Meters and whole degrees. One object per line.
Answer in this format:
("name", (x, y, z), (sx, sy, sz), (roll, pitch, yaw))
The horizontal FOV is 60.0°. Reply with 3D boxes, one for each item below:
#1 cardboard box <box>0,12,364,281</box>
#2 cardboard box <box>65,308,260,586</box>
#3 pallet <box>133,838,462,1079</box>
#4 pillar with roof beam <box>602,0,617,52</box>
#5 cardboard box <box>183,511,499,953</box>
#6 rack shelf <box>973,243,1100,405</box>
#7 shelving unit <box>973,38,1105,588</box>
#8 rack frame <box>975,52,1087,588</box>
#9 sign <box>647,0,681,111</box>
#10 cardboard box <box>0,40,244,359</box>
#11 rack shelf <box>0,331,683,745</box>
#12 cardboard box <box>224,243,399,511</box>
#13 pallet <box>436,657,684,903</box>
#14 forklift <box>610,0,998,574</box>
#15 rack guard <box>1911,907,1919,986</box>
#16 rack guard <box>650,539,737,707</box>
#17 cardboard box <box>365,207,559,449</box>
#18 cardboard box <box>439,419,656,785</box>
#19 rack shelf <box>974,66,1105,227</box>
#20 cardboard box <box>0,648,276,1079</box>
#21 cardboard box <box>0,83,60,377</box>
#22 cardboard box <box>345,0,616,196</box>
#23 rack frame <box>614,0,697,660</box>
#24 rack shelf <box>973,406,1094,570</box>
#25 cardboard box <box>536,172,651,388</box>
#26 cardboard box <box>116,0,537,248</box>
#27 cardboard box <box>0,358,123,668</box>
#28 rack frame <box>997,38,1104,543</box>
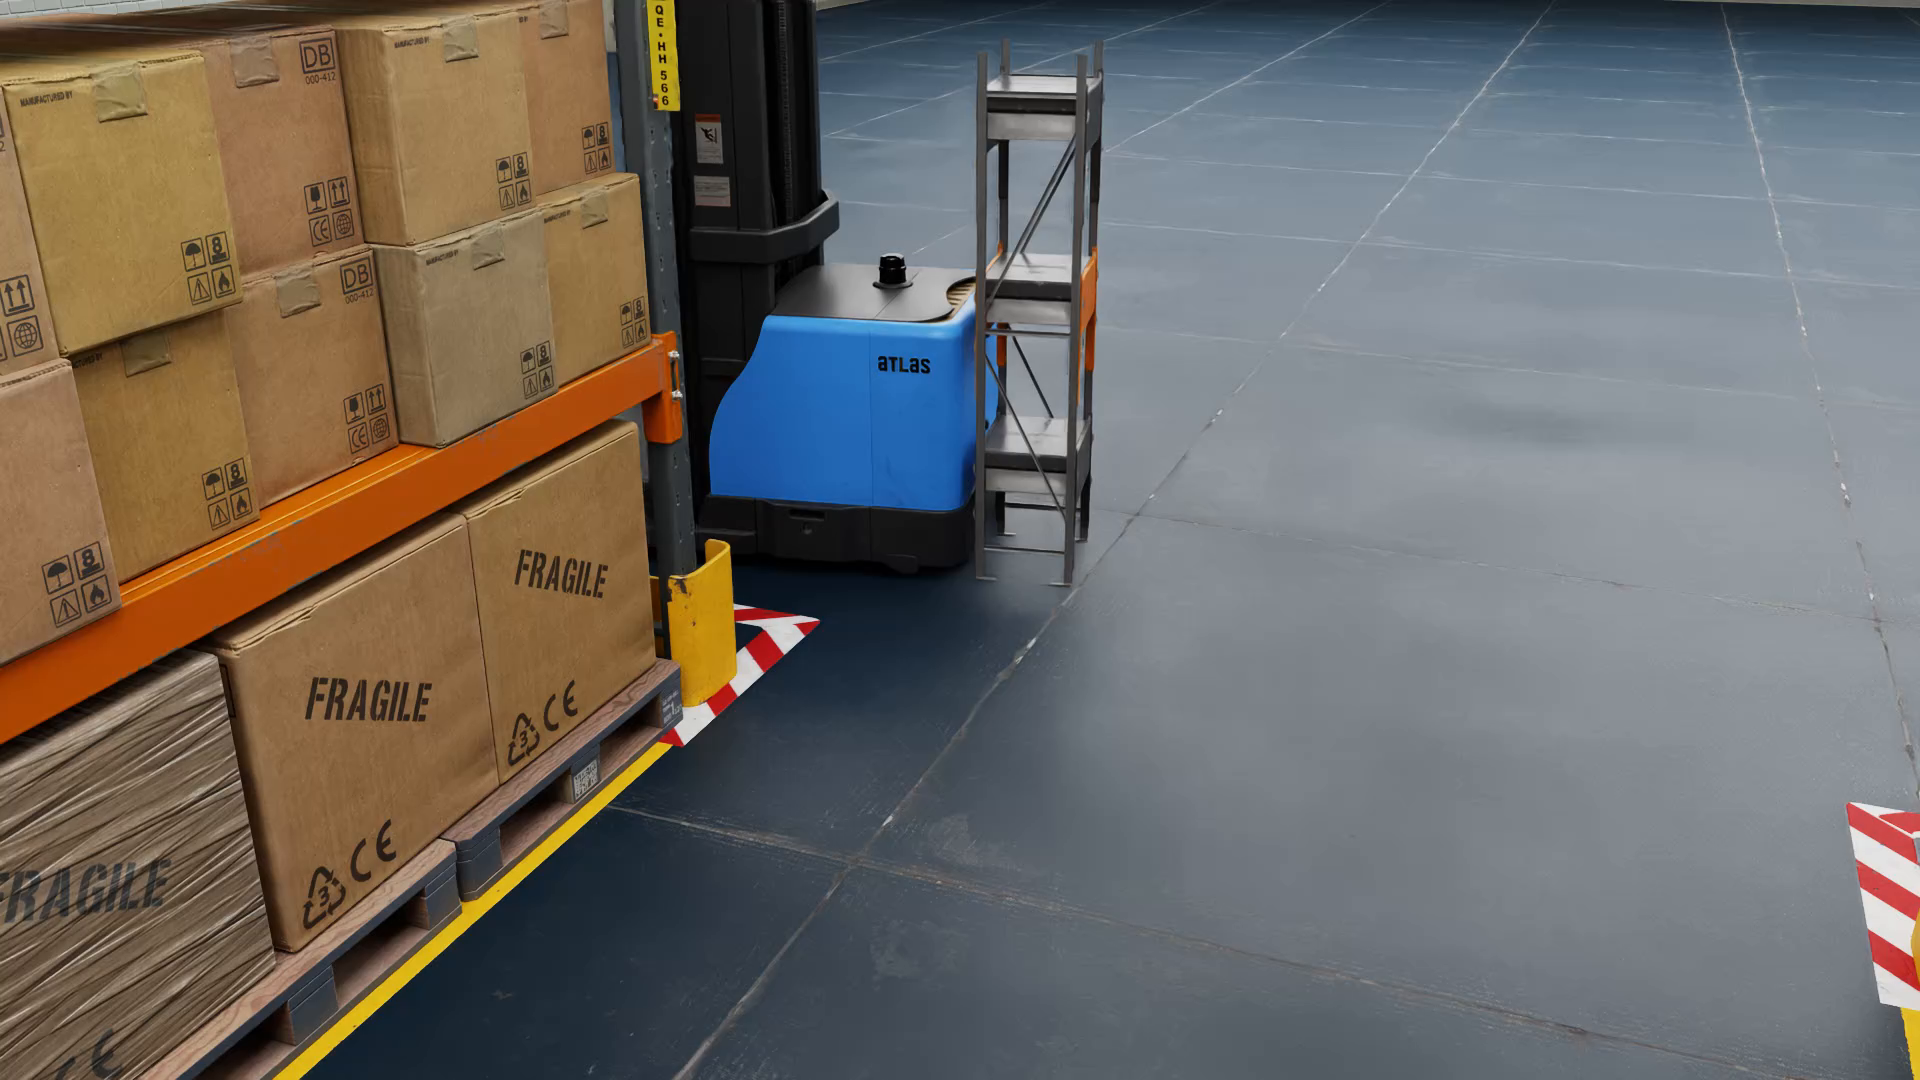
("cardboard box", (-2.037, -0.974, 4.094), (0.875, 0.550, 0.550), (9, 24, 20))
("cardboard box", (-2.174, -0.277, 3.826), (0.875, 0.550, 0.500), (9, 24, 20))
("pallet", (-2.090, 1.094, 4.356), (1.003, 0.211, 1.213), (9, 24, 20))
("pillar with roof beam", (-1.067, -10.780, 21.382), (9.100, 9.000, 0.400), (9, 24, 20))
("cardboard box", (-1.926, 0.429, 4.542), (0.875, 0.875, 0.875), (8, 24, 19))
("rack shelf", (0.310, -0.870, 6.645), (0.431, 0.518, 0.480), (4, 23, 11))
("shelving unit", (0.310, -0.883, 6.640), (0.431, 2.100, 0.503), (4, 23, 11))
("rack frame", (0.261, -0.791, 6.419), (0.400, 2.100, 0.015), (4, 23, 11))
("sign", (-0.912, -1.486, 5.105), (0.100, 0.325, 0.005), (9, 24, 20))
("cardboard box", (-2.114, -0.766, 3.596), (0.875, 0.550, 0.500), (9, 24, 20))
("rack shelf", (-2.154, 0.123, 3.997), (1.077, 0.370, 4.000), (9, 24, 20))
("cardboard box", (-2.015, -0.472, 4.294), (0.875, 0.550, 0.550), (9, 24, 20))
("pallet", (-1.635, 0.659, 5.398), (1.003, 0.211, 1.213), (9, 24, 20))
("forklift", (-1.375, -1.481, 6.992), (3.031, 2.935, 1.130), (4, 23, 11))
("rack guard", (3.129, 1.002, 4.202), (1.175, 0.500, 0.348), (9, 24, 20))
("rack guard", (-1.402, 0.220, 6.074), (1.175, 0.500, 0.348), (9, 24, 20))
("cardboard box", (-1.691, -0.655, 4.731), (0.875, 0.550, 0.550), (9, 24, 20))
("cardboard box", (-1.601, 0.114, 5.297), (0.875, 0.875, 0.875), (9, 24, 20))
("rack shelf", (0.310, -1.516, 6.375), (0.431, 0.518, 0.480), (4, 23, 11))
("cardboard box", (-2.267, 0.755, 3.762), (0.875, 0.875, 0.875), (9, 24, 20))
("cardboard box", (-2.303, -0.575, 3.139), (0.875, 0.550, 0.550), (9, 24, 20))
("cardboard box", (-1.585, -1.365, 5.030), (0.875, 0.550, 0.550), (9, 24, 20))
("rack frame", (-1.411, -0.925, 5.572), (1.000, 3.000, 0.127), (9, 24, 20))
("rack shelf", (0.310, -0.224, 6.915), (0.431, 0.518, 0.480), (4, 23, 11))
("cardboard box", (-1.507, -0.855, 5.210), (0.875, 0.550, 0.550), (9, 24, 20))
("cardboard box", (-1.703, -1.155, 4.528), (0.875, 0.550, 0.550), (9, 24, 20))
("cardboard box", (-2.278, -0.073, 3.338), (0.875, 0.550, 0.550), (9, 24, 20))
("rack frame", (0.358, -0.975, 6.860), (0.400, 2.100, 0.015), (4, 23, 11))
